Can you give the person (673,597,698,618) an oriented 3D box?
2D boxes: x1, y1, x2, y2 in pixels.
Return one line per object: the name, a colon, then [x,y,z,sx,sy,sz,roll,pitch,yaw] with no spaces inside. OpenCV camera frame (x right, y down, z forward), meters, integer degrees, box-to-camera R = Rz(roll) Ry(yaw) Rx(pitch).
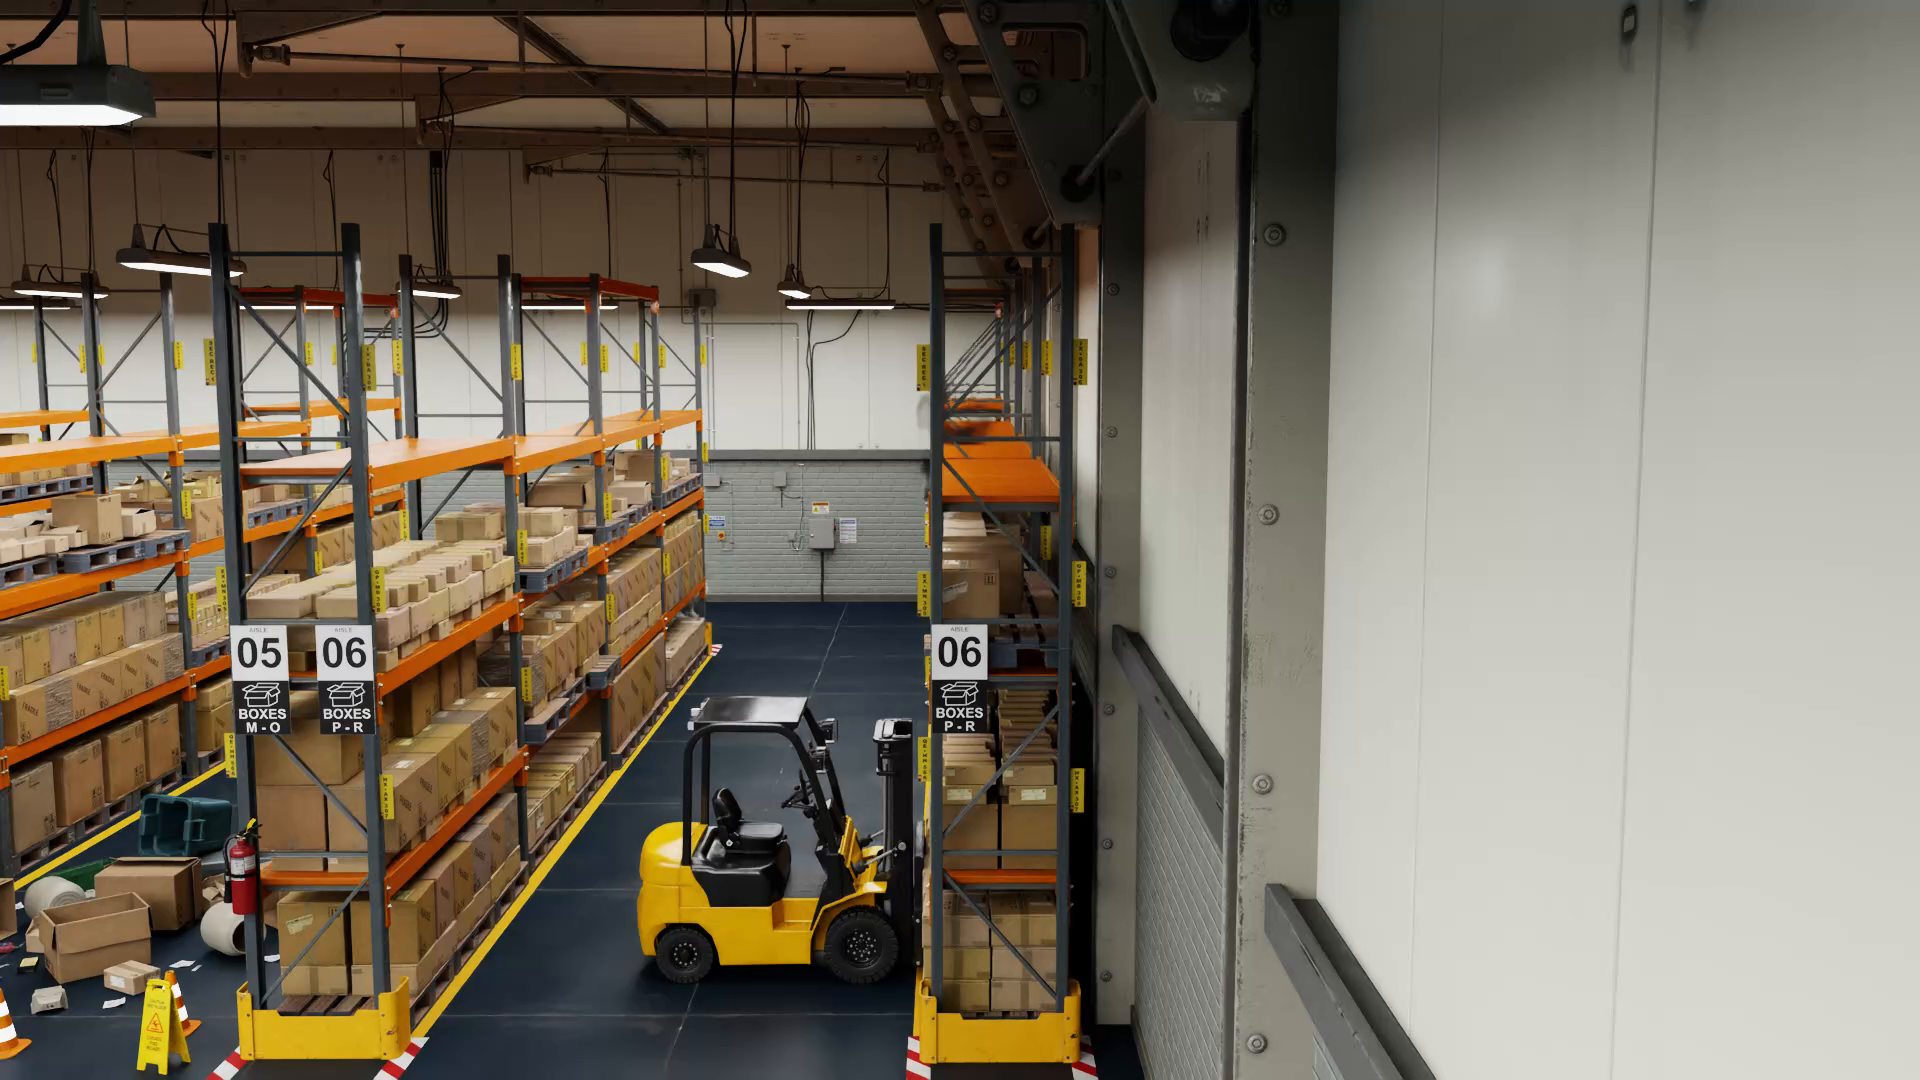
person: [-4.900,0.920,29.253,0.590,1.678,0.803,2,7,18]
